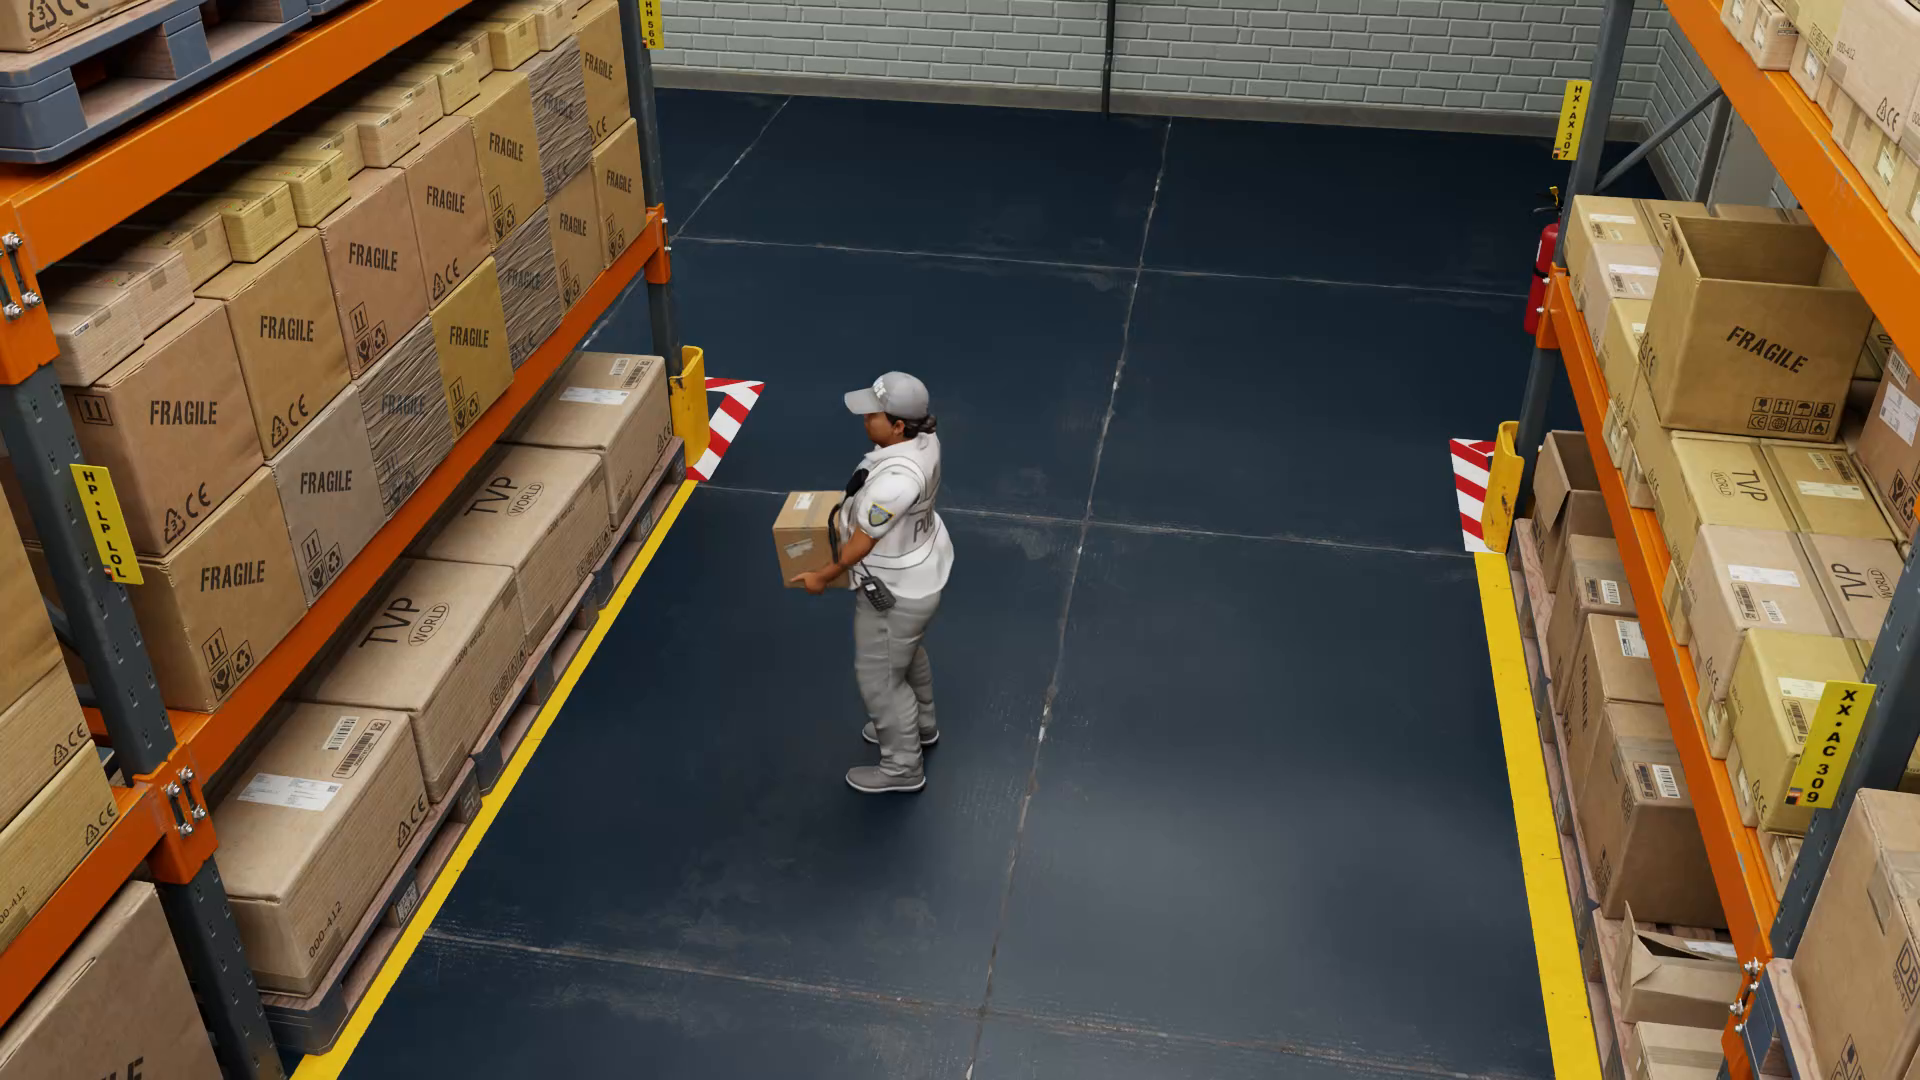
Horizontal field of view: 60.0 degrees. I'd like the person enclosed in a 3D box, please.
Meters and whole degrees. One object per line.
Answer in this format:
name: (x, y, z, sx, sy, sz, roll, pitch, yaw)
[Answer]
person: (-0.302, 0.146, 5.916, 0.545, 1.662, 0.452, 5, 33, 8)
